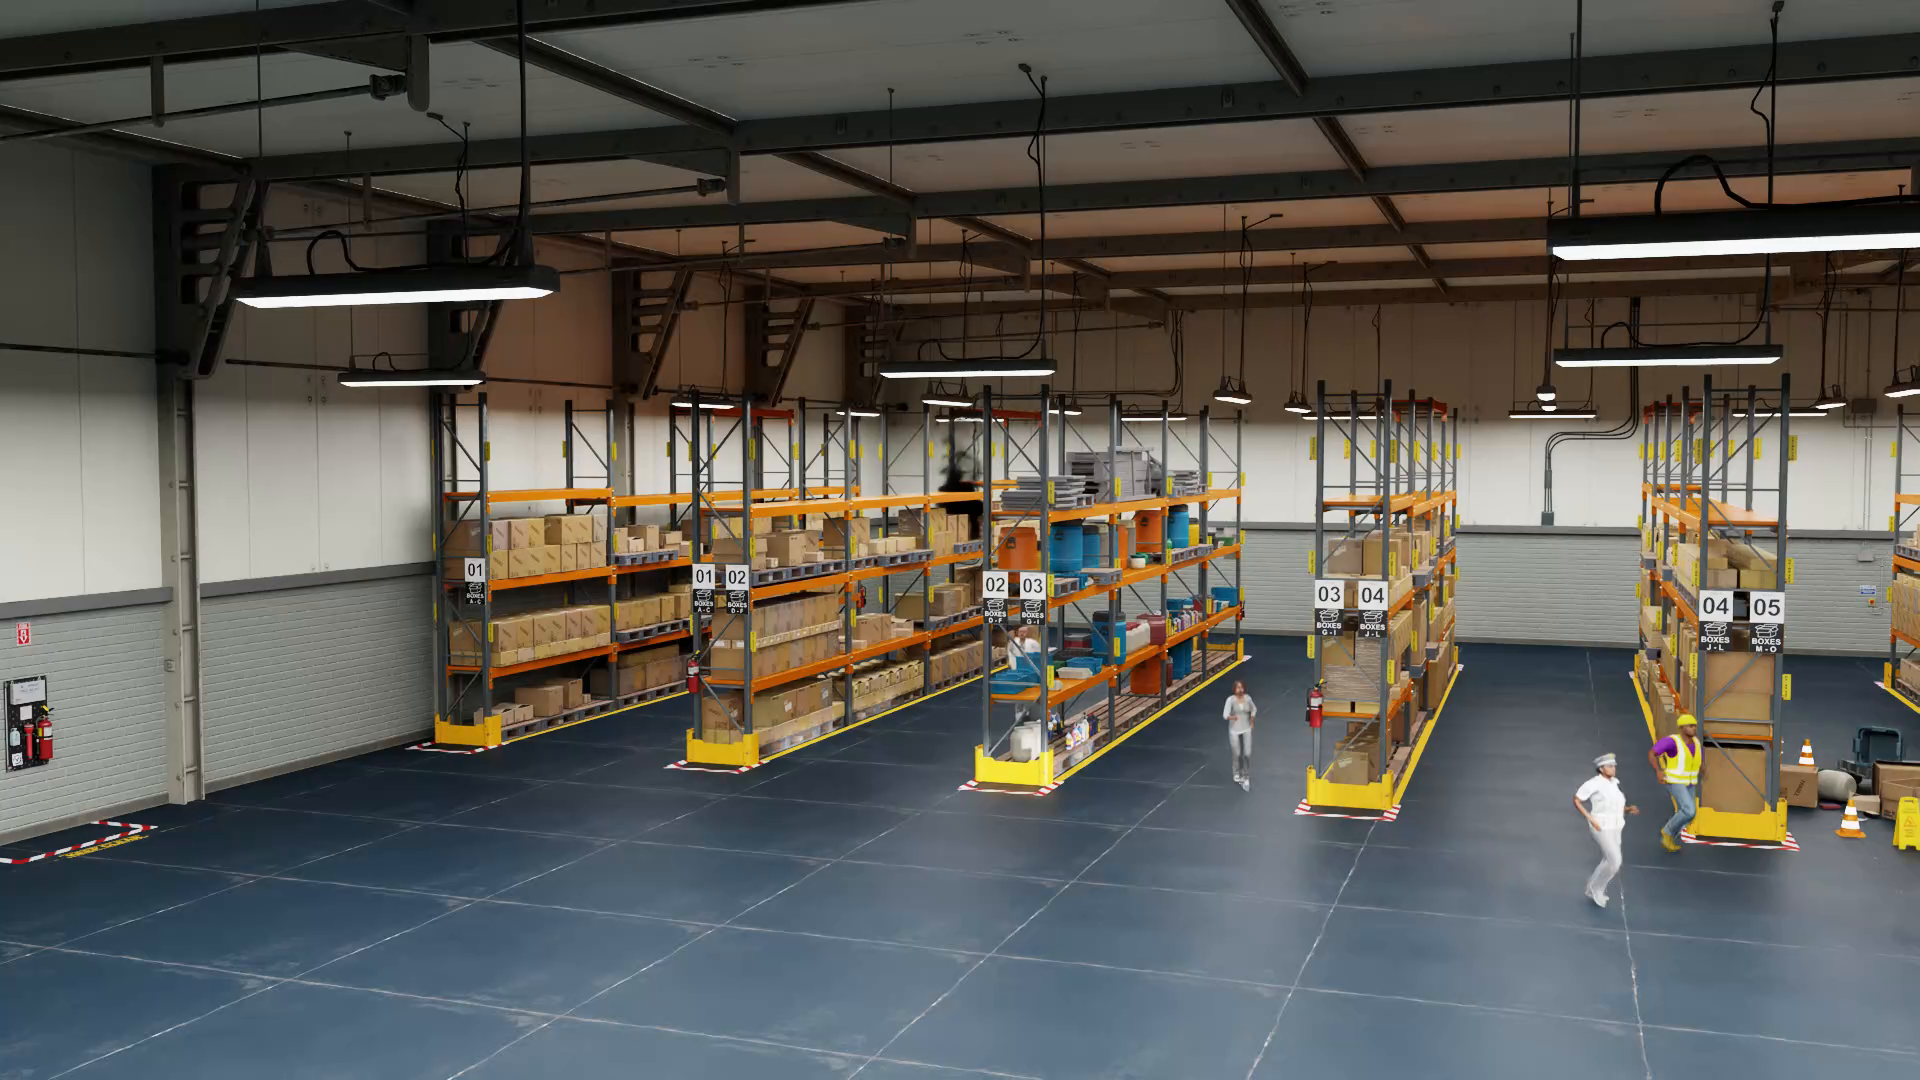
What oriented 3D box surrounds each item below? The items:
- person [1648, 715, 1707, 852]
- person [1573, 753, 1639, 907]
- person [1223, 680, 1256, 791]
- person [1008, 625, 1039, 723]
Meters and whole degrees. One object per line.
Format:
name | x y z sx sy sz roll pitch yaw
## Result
person | 8.996 3.028 20.704 0.704 1.723 0.590 -1 3 -23
person | 7.140 3.193 18.276 0.558 1.693 0.617 -2 4 -31
person | 4.163 2.892 24.717 0.513 1.634 0.702 0 3 4
person | 1.173 2.488 30.919 0.613 1.814 0.880 0 3 5
